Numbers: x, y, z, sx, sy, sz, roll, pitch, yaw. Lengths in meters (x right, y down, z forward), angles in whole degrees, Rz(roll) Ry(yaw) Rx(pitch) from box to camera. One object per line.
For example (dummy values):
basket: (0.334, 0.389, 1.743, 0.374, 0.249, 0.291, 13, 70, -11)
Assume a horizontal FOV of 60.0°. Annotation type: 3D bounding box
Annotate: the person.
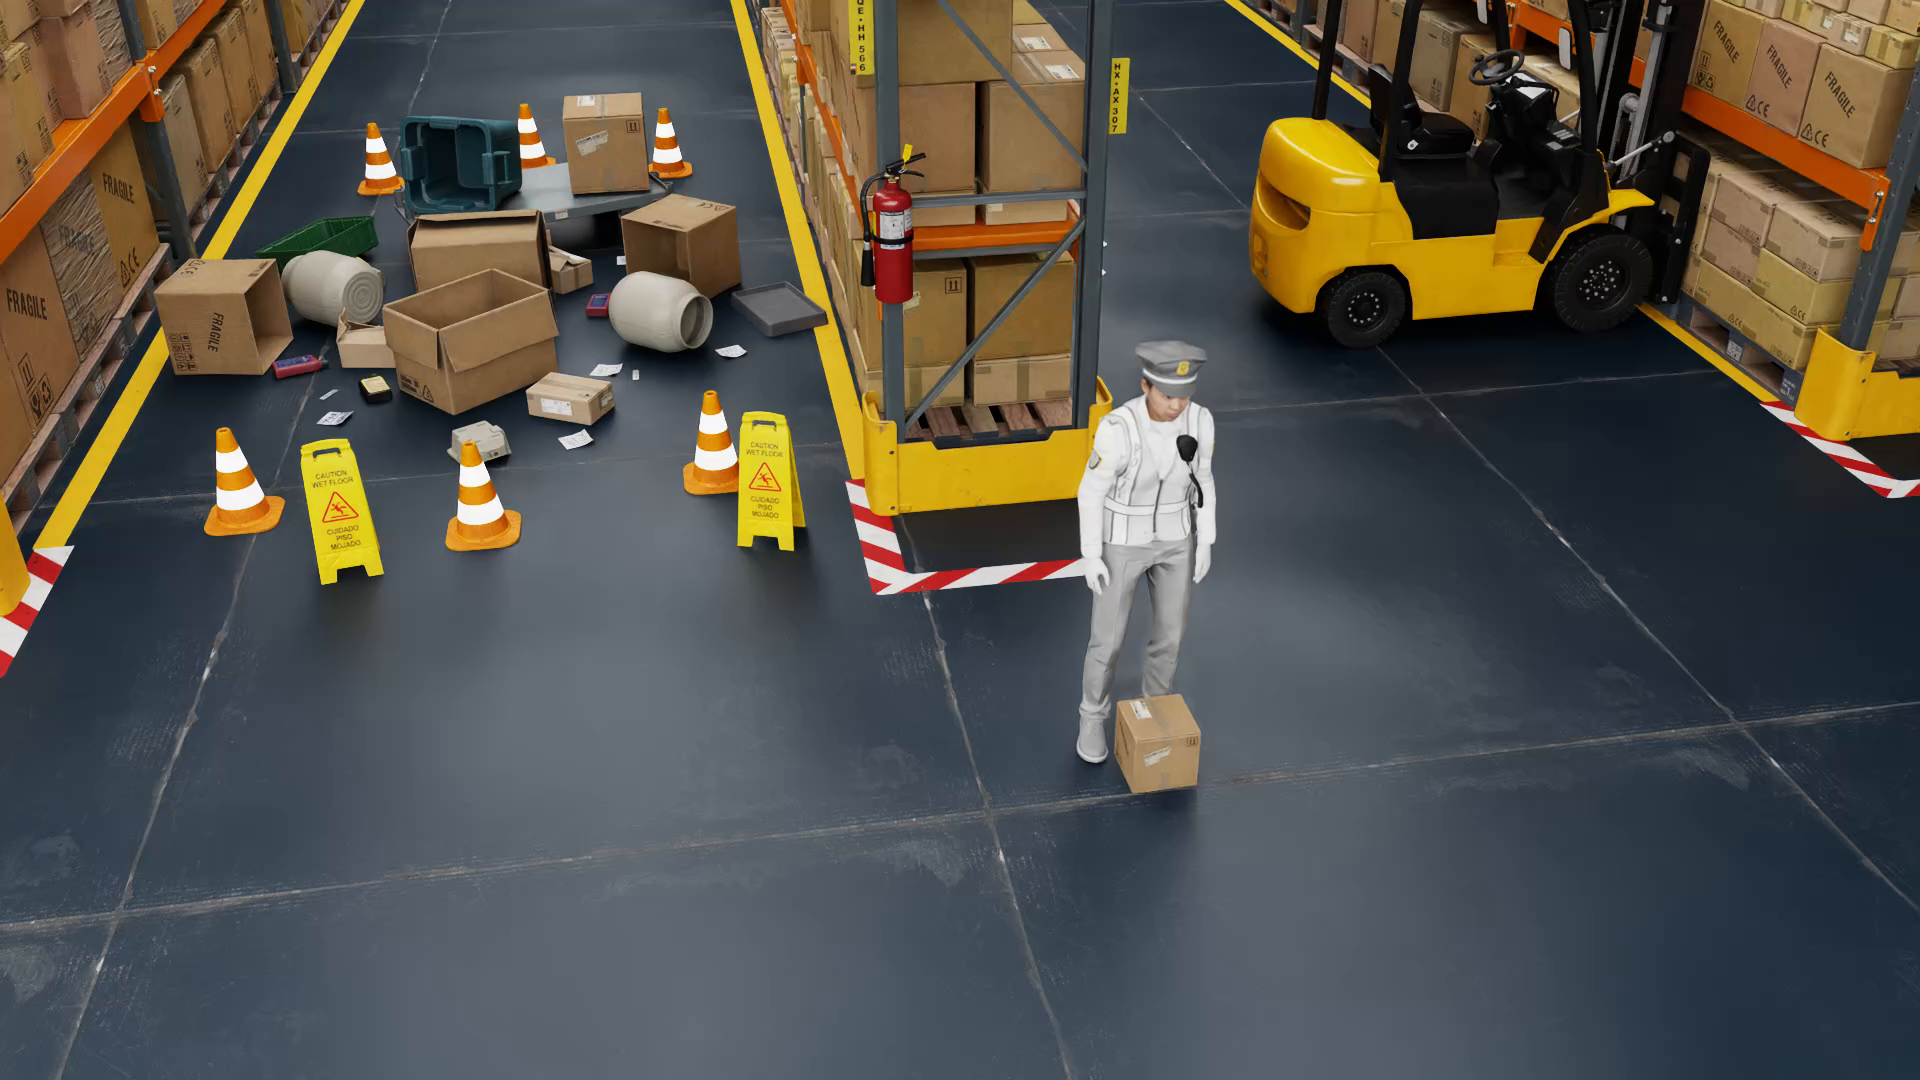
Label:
person: (0.683, 0.033, 6.074, 0.516, 1.662, 0.367, -6, 31, -11)
